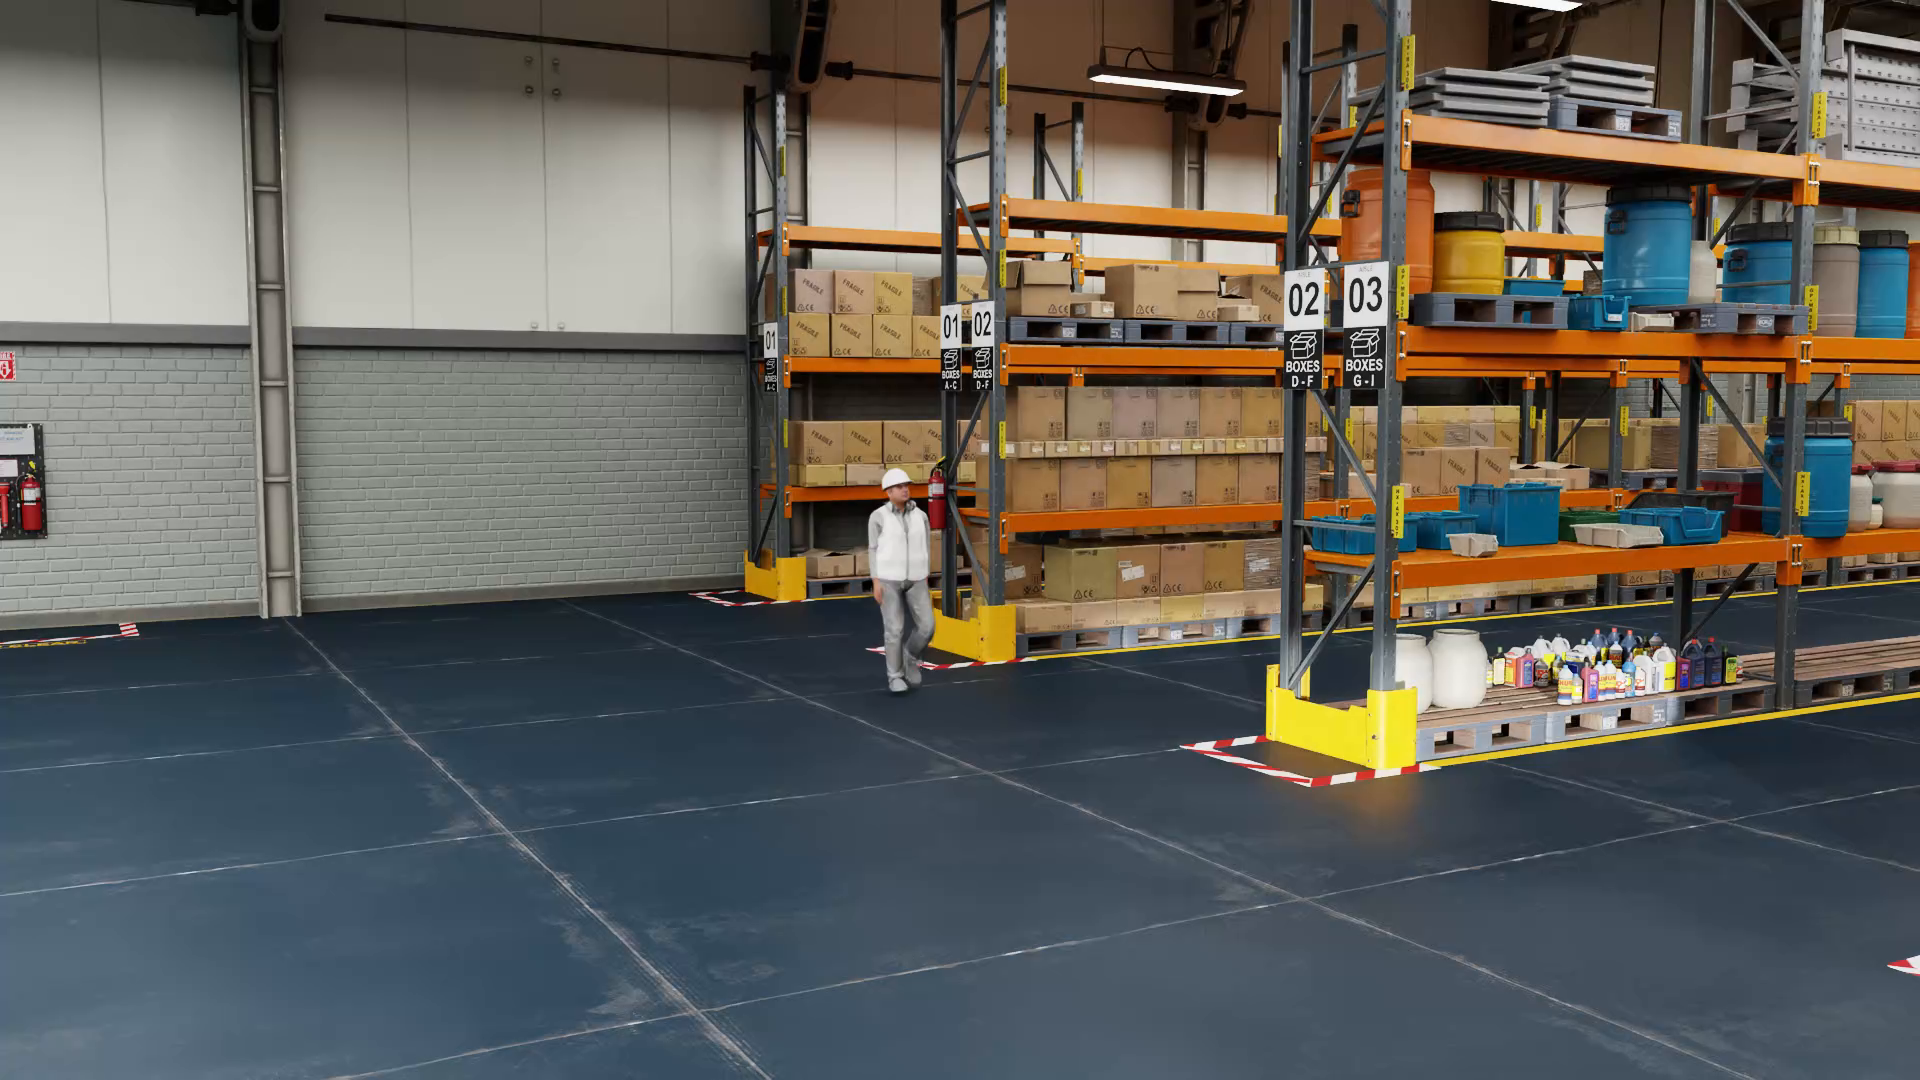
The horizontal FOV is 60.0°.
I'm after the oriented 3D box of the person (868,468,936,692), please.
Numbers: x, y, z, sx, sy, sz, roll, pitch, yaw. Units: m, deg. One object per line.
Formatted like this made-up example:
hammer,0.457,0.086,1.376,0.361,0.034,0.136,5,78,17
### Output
person,-0.465,0.313,13.224,0.538,1.765,0.476,-2,5,-21
